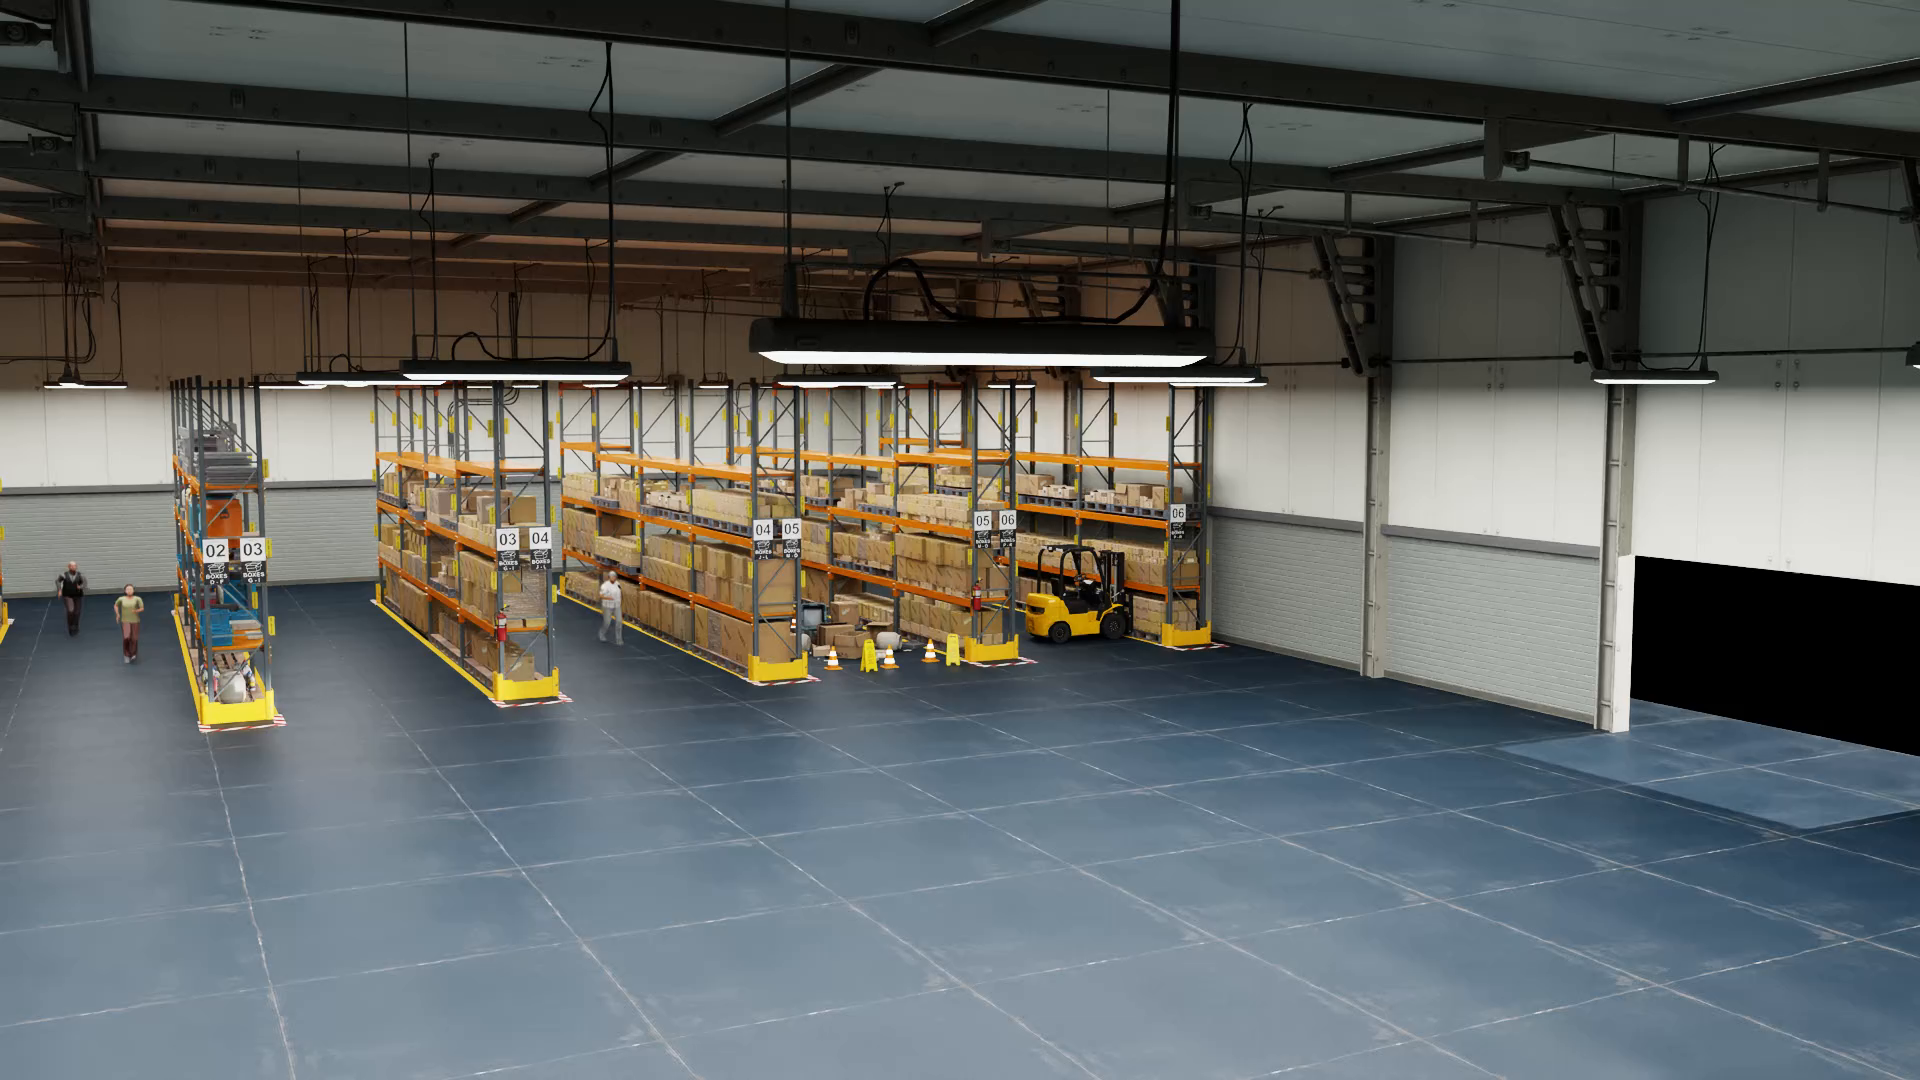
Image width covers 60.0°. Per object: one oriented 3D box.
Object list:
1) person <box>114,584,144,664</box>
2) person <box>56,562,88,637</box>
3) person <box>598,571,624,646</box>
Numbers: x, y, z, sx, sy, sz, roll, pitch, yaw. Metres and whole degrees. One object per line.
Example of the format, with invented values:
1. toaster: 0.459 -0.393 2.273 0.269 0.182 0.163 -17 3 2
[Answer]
1. person: -17.527 1.765 35.132 0.545 1.681 0.680 -3 6 -31
2. person: -20.883 1.390 39.164 0.619 1.773 0.832 -4 6 -38
3. person: -7.947 1.538 37.829 0.580 1.685 0.896 -4 6 -37
